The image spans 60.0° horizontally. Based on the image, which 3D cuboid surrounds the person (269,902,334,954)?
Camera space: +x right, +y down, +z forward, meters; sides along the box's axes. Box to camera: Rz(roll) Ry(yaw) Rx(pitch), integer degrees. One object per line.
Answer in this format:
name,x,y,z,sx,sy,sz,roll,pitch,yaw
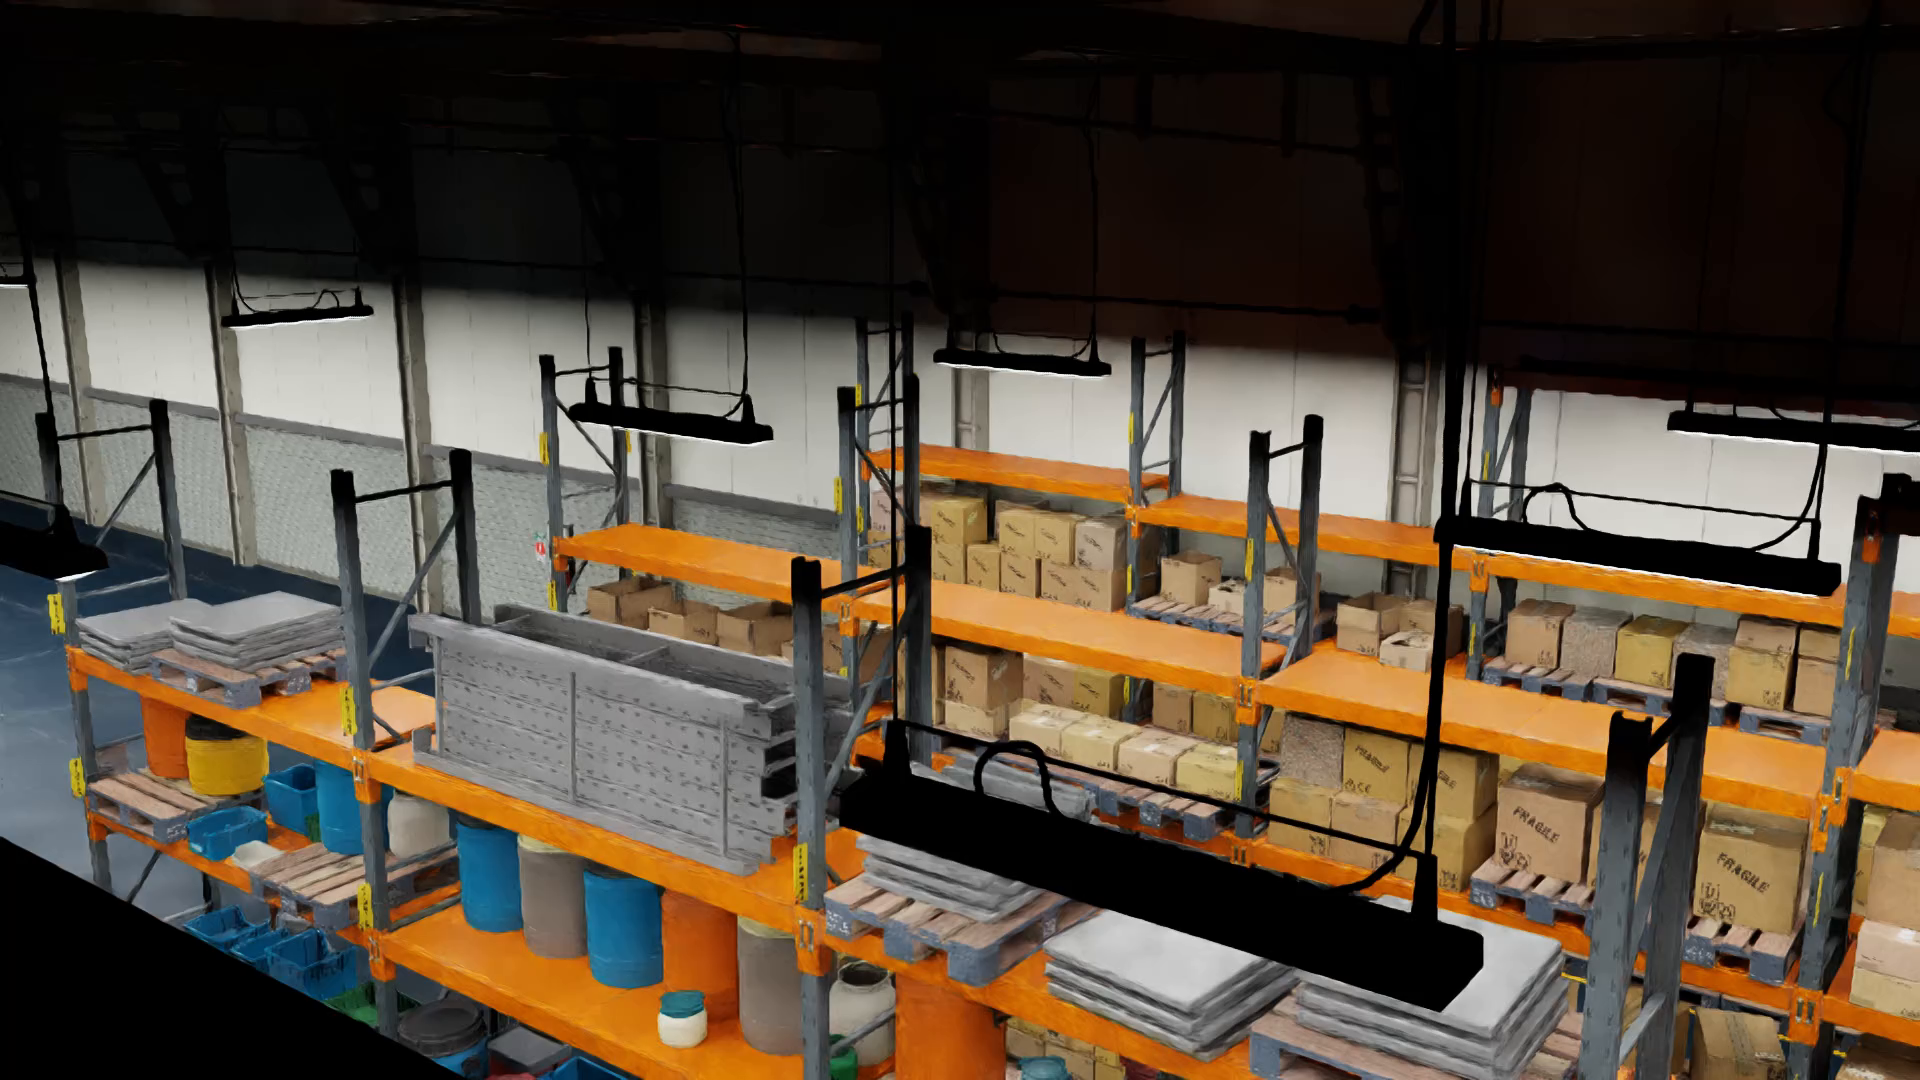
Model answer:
person,-6.319,3.589,16.043,0.578,1.714,0.719,9,16,34
